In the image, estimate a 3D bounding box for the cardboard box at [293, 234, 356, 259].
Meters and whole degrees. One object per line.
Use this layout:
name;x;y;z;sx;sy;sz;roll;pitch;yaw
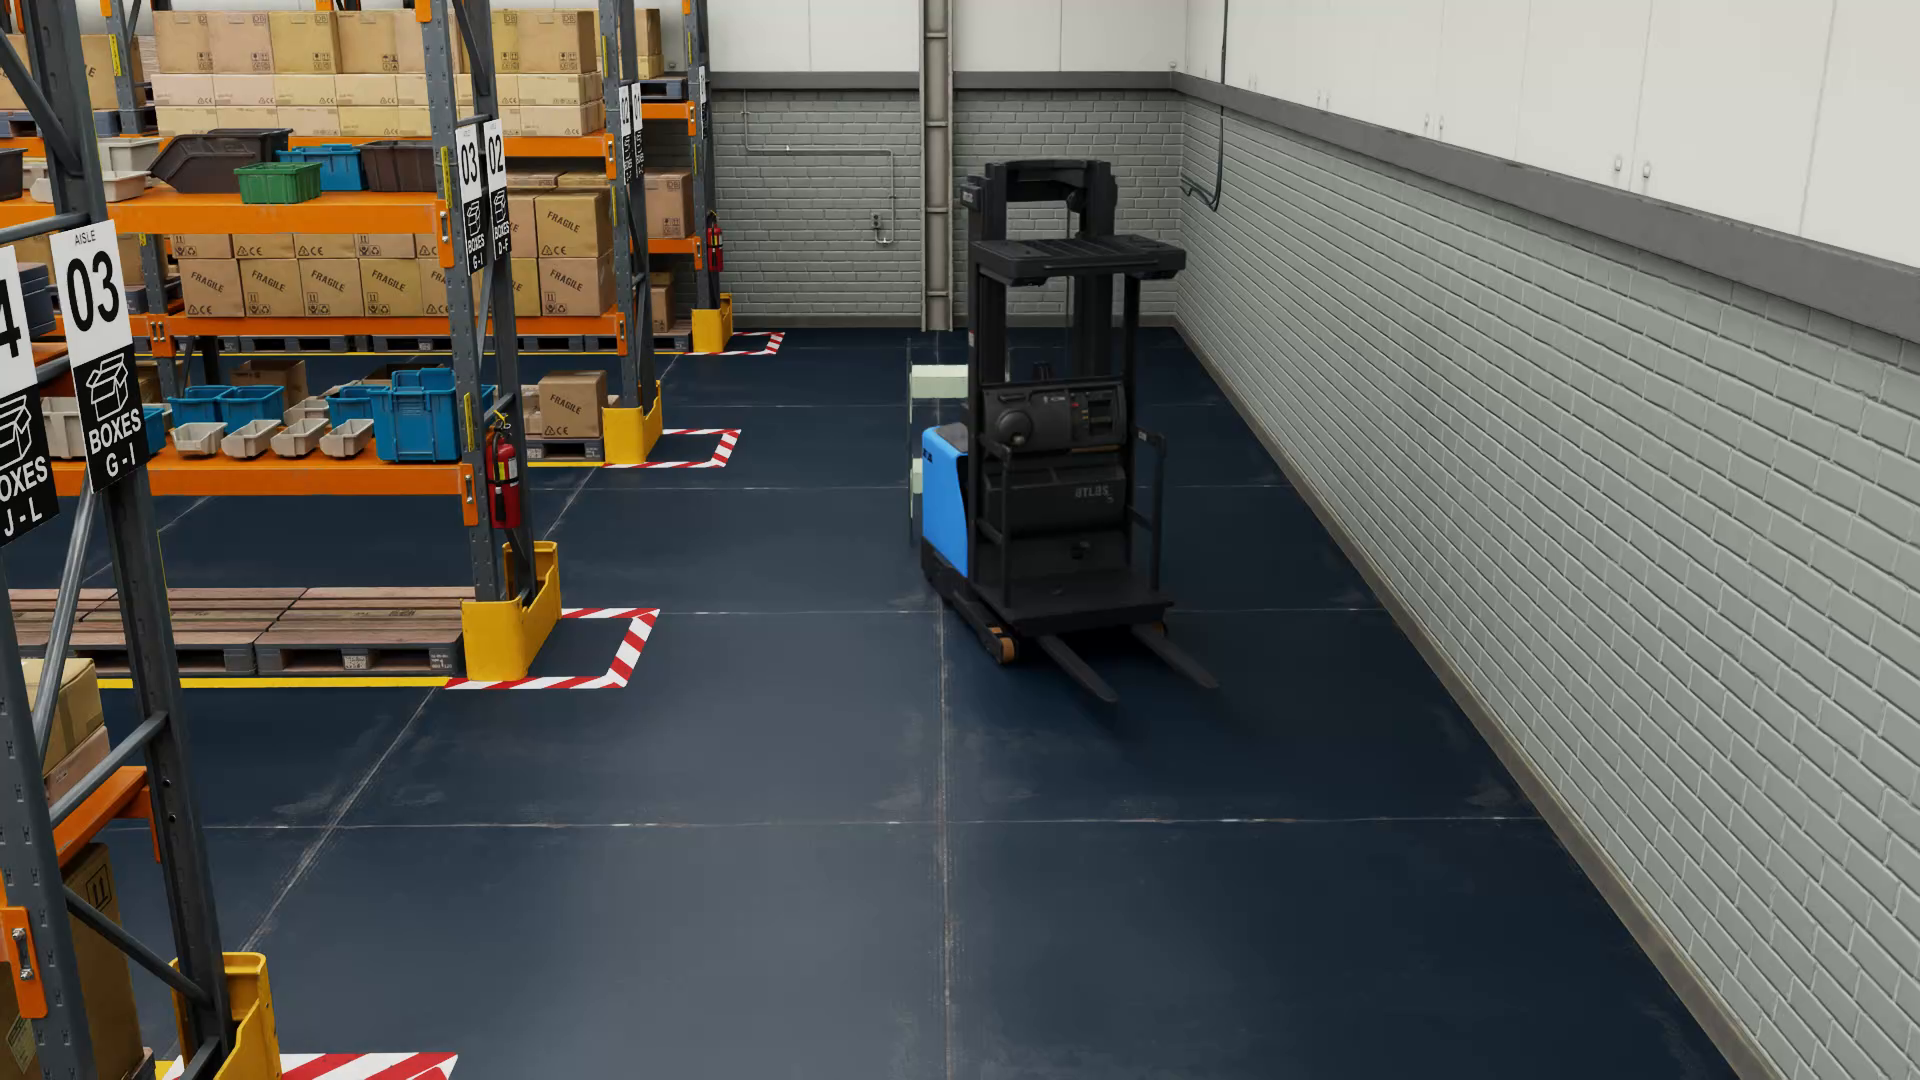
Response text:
cardboard box;-5.382;-2.698;14.246;0.500;0.500;0.500;-1;18;-2

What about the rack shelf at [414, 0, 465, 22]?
rack shelf;-4.814;-3.073;9.228;4.000;0.370;1.077;0;18;-1

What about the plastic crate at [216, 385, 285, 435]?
plastic crate;-4.382;-0.801;10.310;0.300;0.233;0.416;0;18;-1

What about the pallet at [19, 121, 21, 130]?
pallet;-8.578;-3.604;14.269;1.003;0.211;1.213;0;18;-1

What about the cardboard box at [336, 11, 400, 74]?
cardboard box;-4.903;-4.231;14.115;0.500;0.500;0.700;0;18;-1

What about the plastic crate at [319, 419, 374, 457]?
plastic crate;-3.626;-0.603;9.850;0.243;0.136;0.396;0;18;-1

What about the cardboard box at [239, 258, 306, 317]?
cardboard box;-5.862;-2.223;14.403;0.500;0.500;0.500;0;18;0

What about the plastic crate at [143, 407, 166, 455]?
plastic crate;-4.863;-0.620;9.745;0.300;0.233;0.416;0;18;-1

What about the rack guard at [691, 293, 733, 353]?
rack guard;-2.946;-2.595;19.818;0.348;0.500;1.175;0;18;-1

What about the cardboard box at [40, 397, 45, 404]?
cardboard box;-7.871;-1.182;14.695;0.500;0.500;0.500;0;18;-1

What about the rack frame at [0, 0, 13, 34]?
rack frame;-10.969;-6.603;18.400;0.127;3.000;1.000;0;18;-1

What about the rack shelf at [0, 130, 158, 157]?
rack shelf;-8.888;-3.329;14.281;4.000;0.370;1.077;0;18;-1

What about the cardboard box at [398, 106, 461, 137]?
cardboard box;-4.398;-3.541;14.009;0.500;0.250;0.500;0;18;-1

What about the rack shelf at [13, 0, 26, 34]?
rack shelf;-4.735;-1.561;4.513;4.000;0.370;1.077;0;18;-1

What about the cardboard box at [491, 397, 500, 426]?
cardboard box;-4.378;-1.099;14.844;0.500;0.250;0.500;0;18;-1

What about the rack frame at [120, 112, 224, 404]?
rack frame;-6.888;-2.253;14.660;0.127;3.000;1.000;0;18;-1

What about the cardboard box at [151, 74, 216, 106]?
cardboard box;-6.398;-3.774;13.919;0.500;0.250;0.500;0;18;-1

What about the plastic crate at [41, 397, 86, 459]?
plastic crate;-5.284;-0.663;9.800;0.530;0.282;0.437;0;18;-1

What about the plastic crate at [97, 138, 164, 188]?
plastic crate;-5.035;-2.215;9.824;0.530;0.282;0.437;0;18;-1

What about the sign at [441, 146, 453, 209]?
sign;-2.789;-1.970;9.038;0.005;0.325;0.100;0;18;-1

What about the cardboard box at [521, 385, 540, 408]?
cardboard box;-3.936;-1.254;15.327;0.500;0.250;0.500;0;18;-1

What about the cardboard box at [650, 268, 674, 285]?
cardboard box;-3.547;-3.131;19.741;0.250;0.149;0.380;0;18;0

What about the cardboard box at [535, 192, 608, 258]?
cardboard box;-3.329;-2.710;14.283;0.500;0.500;0.500;0;18;-1

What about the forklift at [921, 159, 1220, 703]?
forklift;0.663;-0.772;10.155;1.130;2.935;3.031;-6;19;-17

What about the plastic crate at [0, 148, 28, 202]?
plastic crate;-5.567;-2.028;9.263;0.590;0.269;0.497;0;18;-1

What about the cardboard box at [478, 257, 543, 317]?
cardboard box;-3.850;-2.231;14.428;0.500;0.500;0.500;0;18;0

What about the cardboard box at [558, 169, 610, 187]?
cardboard box;-4.207;-3.915;19.352;0.700;0.700;0.980;0;18;-1

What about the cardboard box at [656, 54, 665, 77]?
cardboard box;-3.704;-5.461;19.144;0.500;0.250;0.500;1;18;2

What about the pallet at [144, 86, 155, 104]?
pallet;-9.208;-5.110;18.966;1.213;0.211;1.003;1;18;2

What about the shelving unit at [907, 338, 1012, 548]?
shelving unit;-0.007;-0.714;12.318;0.755;1.500;0.431;0;18;-1

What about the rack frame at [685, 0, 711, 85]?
rack frame;-2.970;-6.642;18.520;0.127;3.000;1.000;0;18;-1

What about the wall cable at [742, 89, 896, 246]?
wall cable;-1.705;-4.564;20.201;1.851;1.984;0.084;0;18;-1

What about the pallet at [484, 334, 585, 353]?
pallet;-4.985;-2.424;19.760;1.213;0.211;1.003;0;18;-1

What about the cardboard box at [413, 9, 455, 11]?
cardboard box;-5.739;-5.649;18.504;0.500;0.500;0.500;-1;18;-2

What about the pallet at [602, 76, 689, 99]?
pallet;-3.712;-5.164;18.970;1.213;0.211;1.003;0;18;-1

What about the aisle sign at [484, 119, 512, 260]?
aisle sign;-2.747;-2.088;9.891;0.004;0.787;0.394;0;18;-1

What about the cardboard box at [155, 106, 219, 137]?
cardboard box;-6.398;-3.536;13.996;0.500;0.250;0.500;0;18;-1

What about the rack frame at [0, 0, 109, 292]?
rack frame;-2.736;-2.103;4.372;0.127;3.000;1.000;0;18;-1

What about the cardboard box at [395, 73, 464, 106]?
cardboard box;-4.398;-3.783;13.946;0.500;0.250;0.500;0;18;-1

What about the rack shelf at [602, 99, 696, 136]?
rack shelf;-4.970;-4.861;19.058;4.000;0.370;1.077;0;18;-1

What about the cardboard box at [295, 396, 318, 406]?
cardboard box;-5.949;-1.214;15.369;0.250;0.149;0.380;0;18;-1

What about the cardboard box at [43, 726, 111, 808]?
cardboard box;-3.096;0.774;5.635;0.250;0.149;0.380;0;18;0

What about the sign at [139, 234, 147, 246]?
sign;-6.875;-2.635;13.955;0.005;0.325;0.100;0;18;-1

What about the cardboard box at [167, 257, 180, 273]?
cardboard box;-9.356;-2.889;19.473;0.750;0.750;0.750;0;18;-1

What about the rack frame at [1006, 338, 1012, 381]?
rack frame;0.359;-0.716;12.324;0.023;1.500;0.400;0;18;-1

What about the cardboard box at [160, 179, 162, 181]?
cardboard box;-8.964;-4.237;18.933;0.500;0.250;0.500;-1;18;-2

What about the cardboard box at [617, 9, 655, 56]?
cardboard box;-3.698;-5.660;18.536;0.500;0.500;0.500;0;18;-1

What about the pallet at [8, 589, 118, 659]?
pallet;-6.079;0.572;10.418;1.213;0.211;1.003;0;18;-1
